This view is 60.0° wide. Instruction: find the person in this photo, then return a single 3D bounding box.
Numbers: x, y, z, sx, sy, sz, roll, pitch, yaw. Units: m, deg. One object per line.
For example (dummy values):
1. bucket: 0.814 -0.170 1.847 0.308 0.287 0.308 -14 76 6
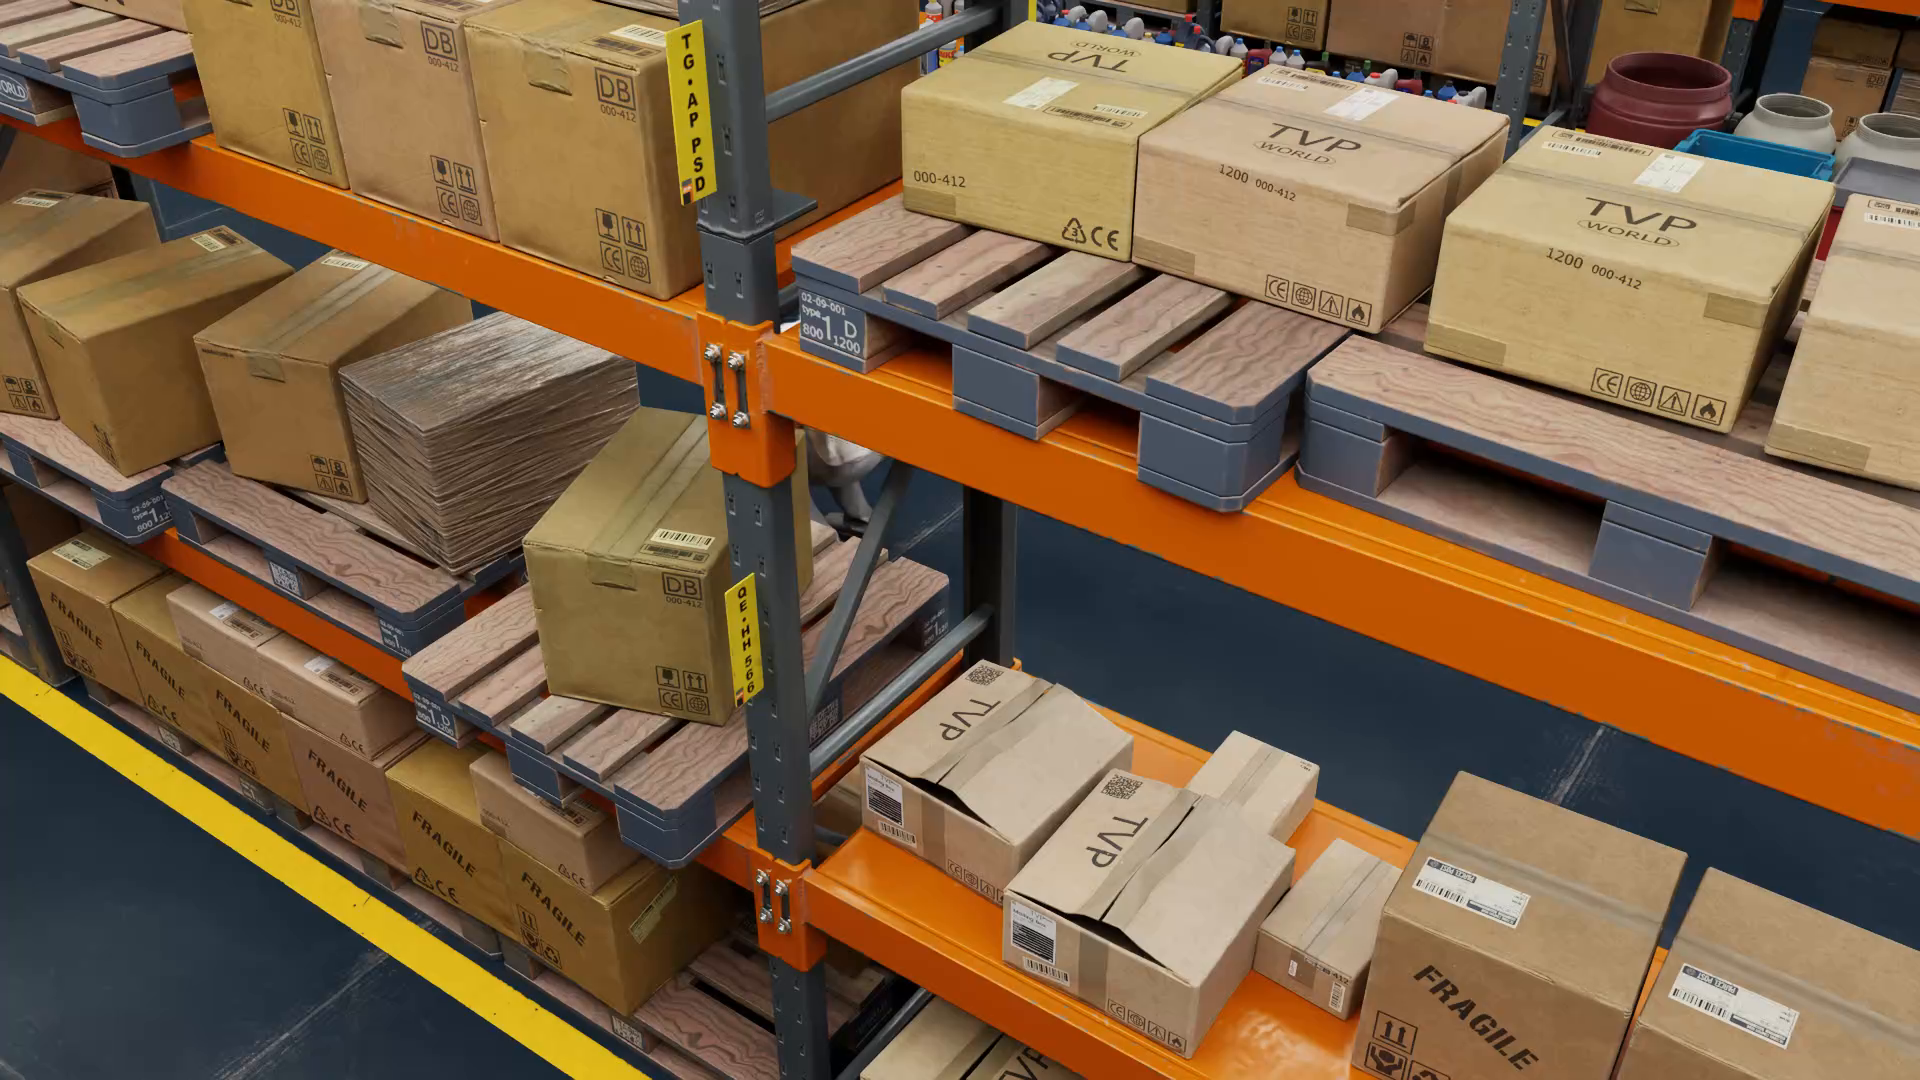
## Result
1. person: -0.679 -0.479 7.321 0.851 1.211 0.573 21 40 28
